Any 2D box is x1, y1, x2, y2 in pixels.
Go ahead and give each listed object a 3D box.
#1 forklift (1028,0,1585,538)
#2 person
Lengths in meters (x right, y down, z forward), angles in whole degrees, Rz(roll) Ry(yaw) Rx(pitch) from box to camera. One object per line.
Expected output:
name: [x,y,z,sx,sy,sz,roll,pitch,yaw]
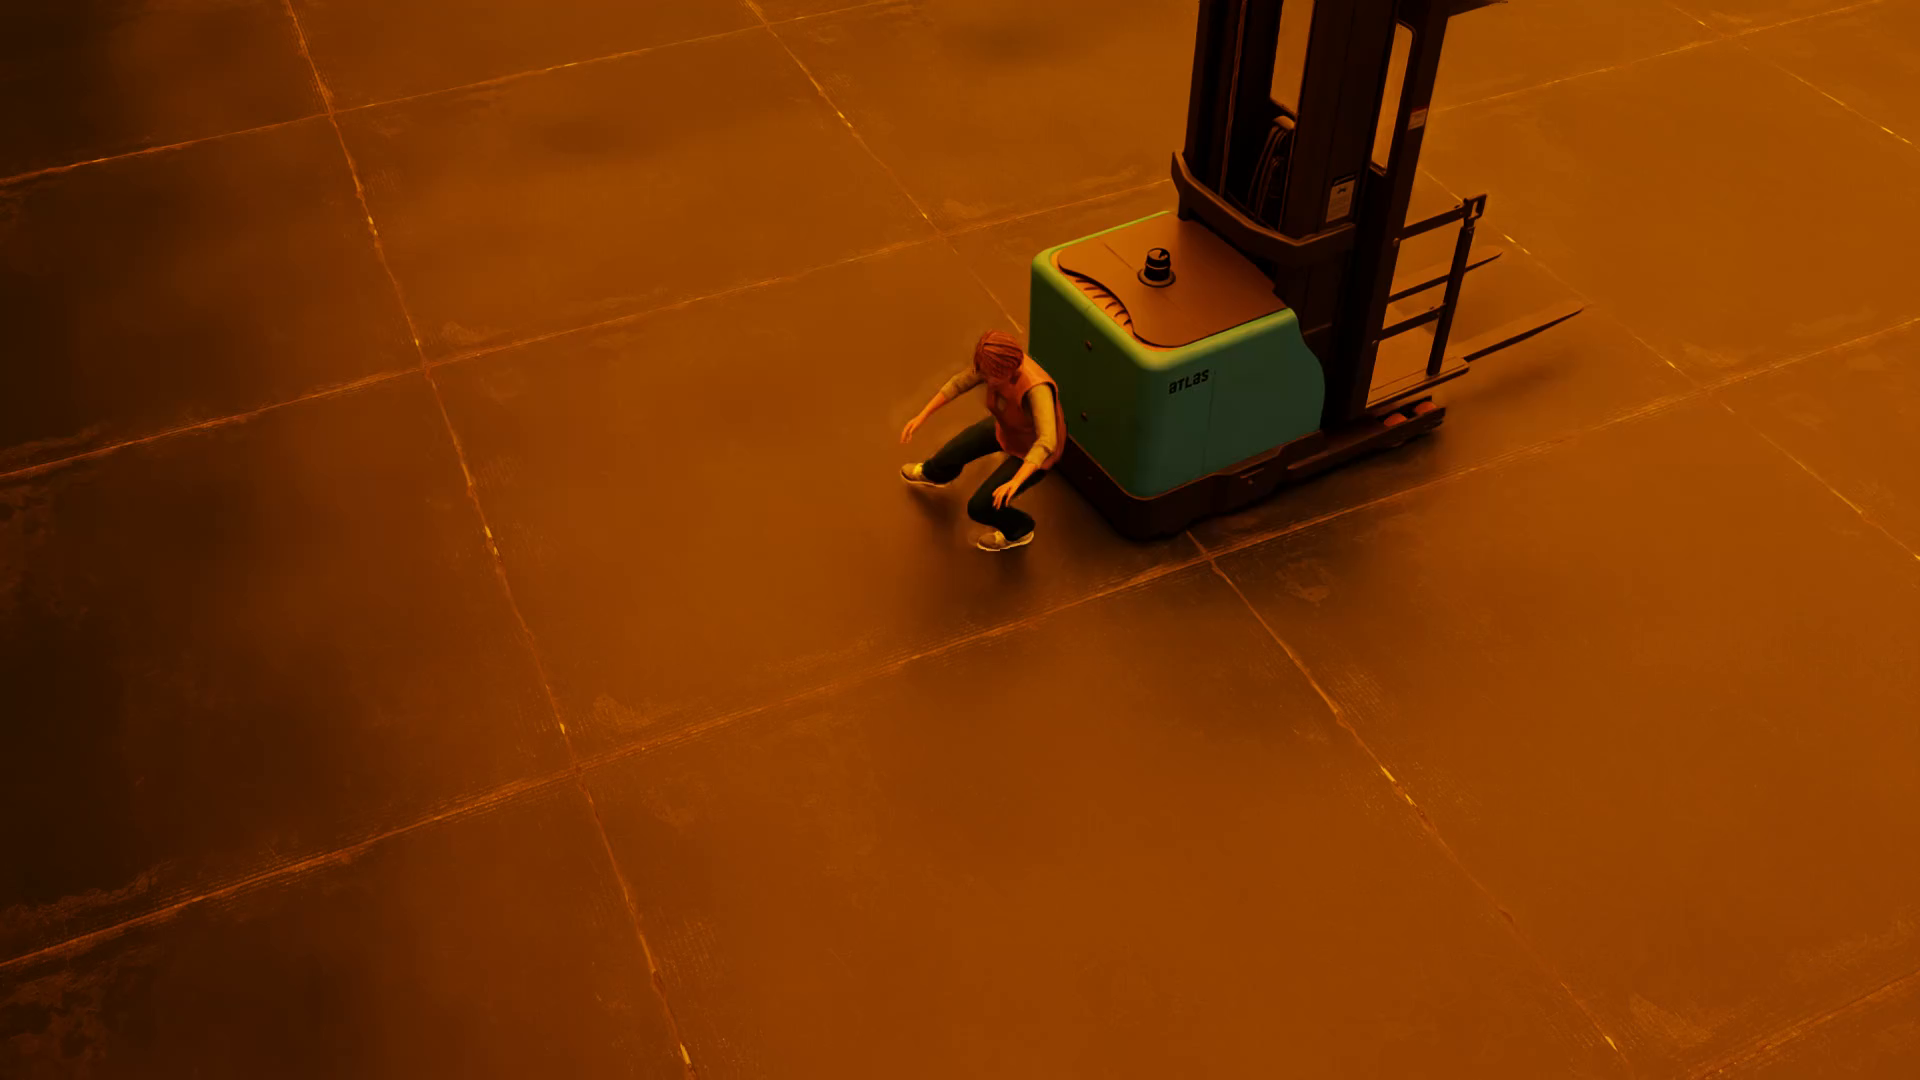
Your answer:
forklift: [1.848,-1.829,7.640,3.031,2.935,1.130,-22,47,-22]
person: [0.060,-0.411,7.295,0.769,1.362,1.256,-29,50,-27]
